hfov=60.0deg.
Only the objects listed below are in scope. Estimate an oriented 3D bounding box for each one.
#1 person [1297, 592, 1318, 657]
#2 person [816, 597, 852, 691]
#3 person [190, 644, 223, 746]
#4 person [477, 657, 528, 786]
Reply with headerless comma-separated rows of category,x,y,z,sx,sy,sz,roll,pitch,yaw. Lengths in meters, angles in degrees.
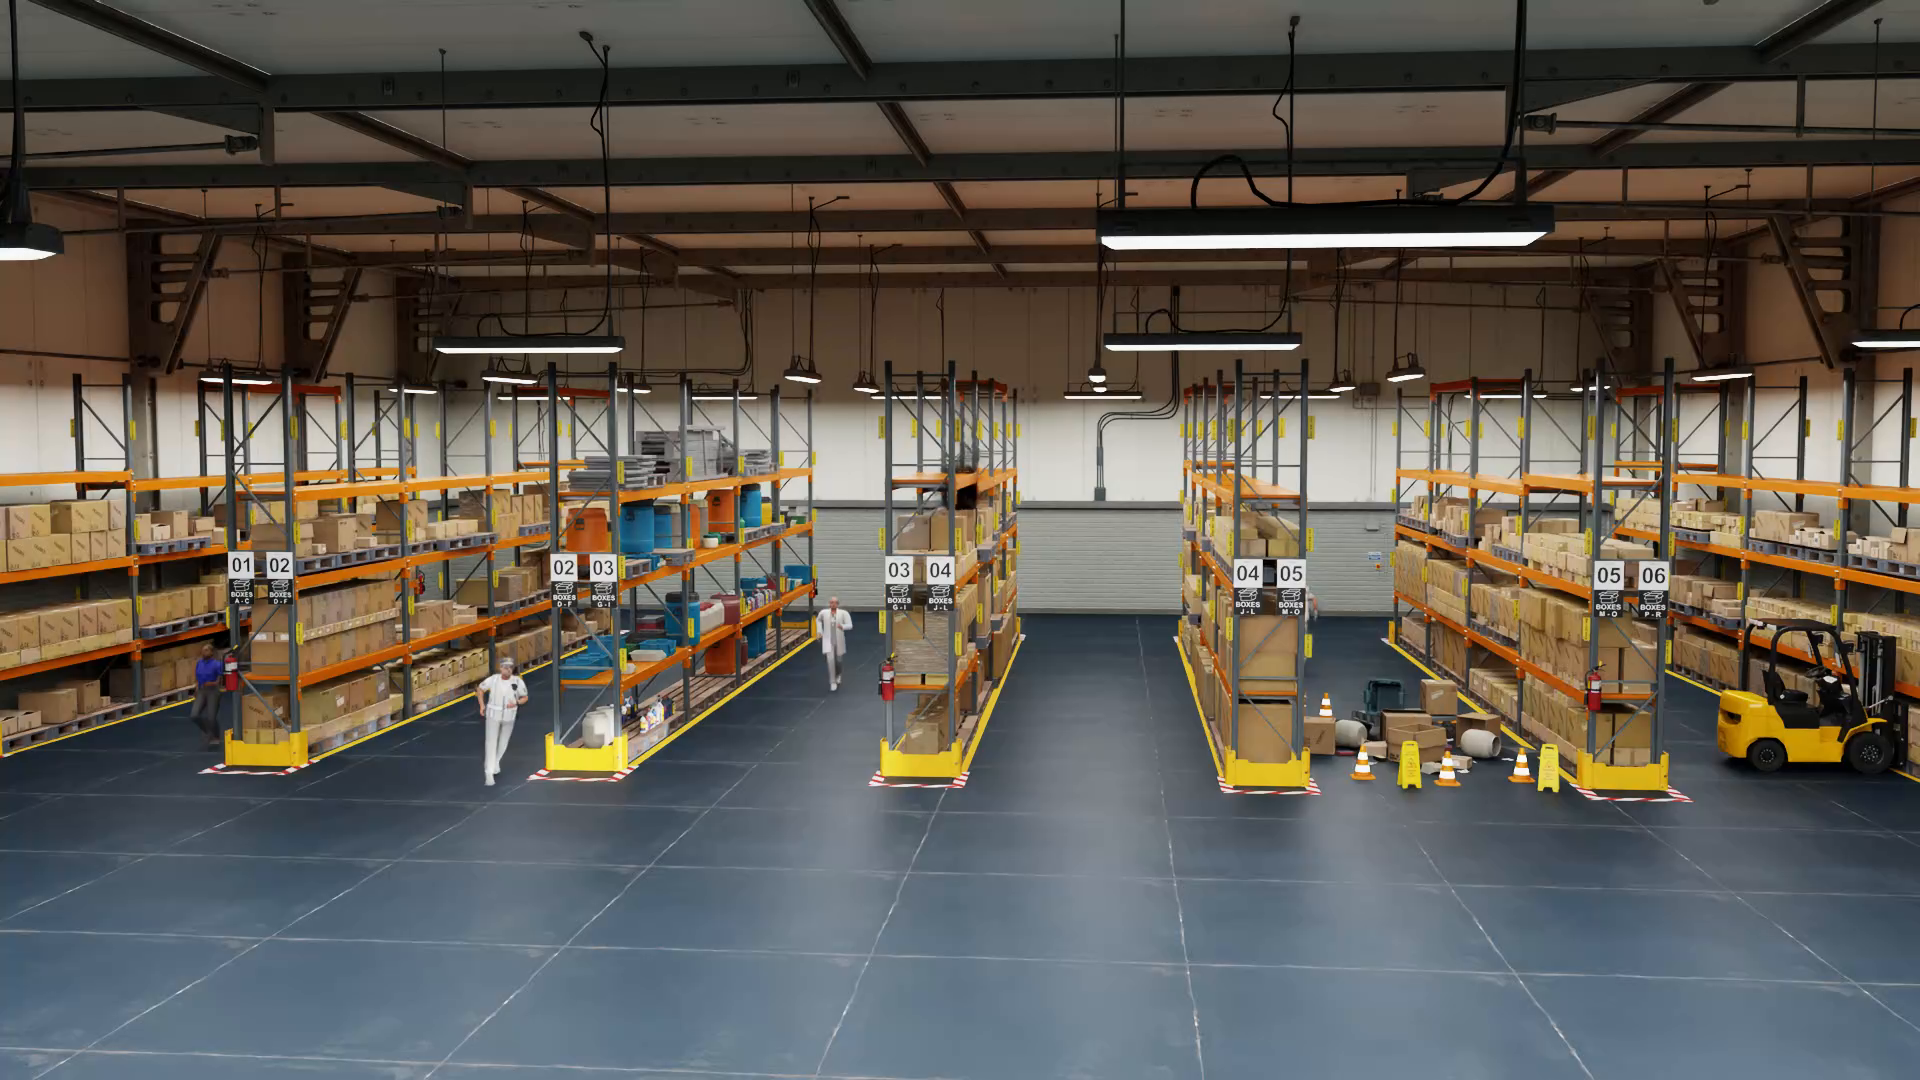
person,7.359,1.743,35.994,0.695,1.767,0.826,0,4,4
person,-2.433,1.969,32.163,0.704,1.762,1.048,0,4,-5
person,-11.869,2.459,26.251,0.628,1.611,0.536,1,4,9
person,-6.565,2.572,23.908,0.699,1.802,0.916,-1,4,-20
